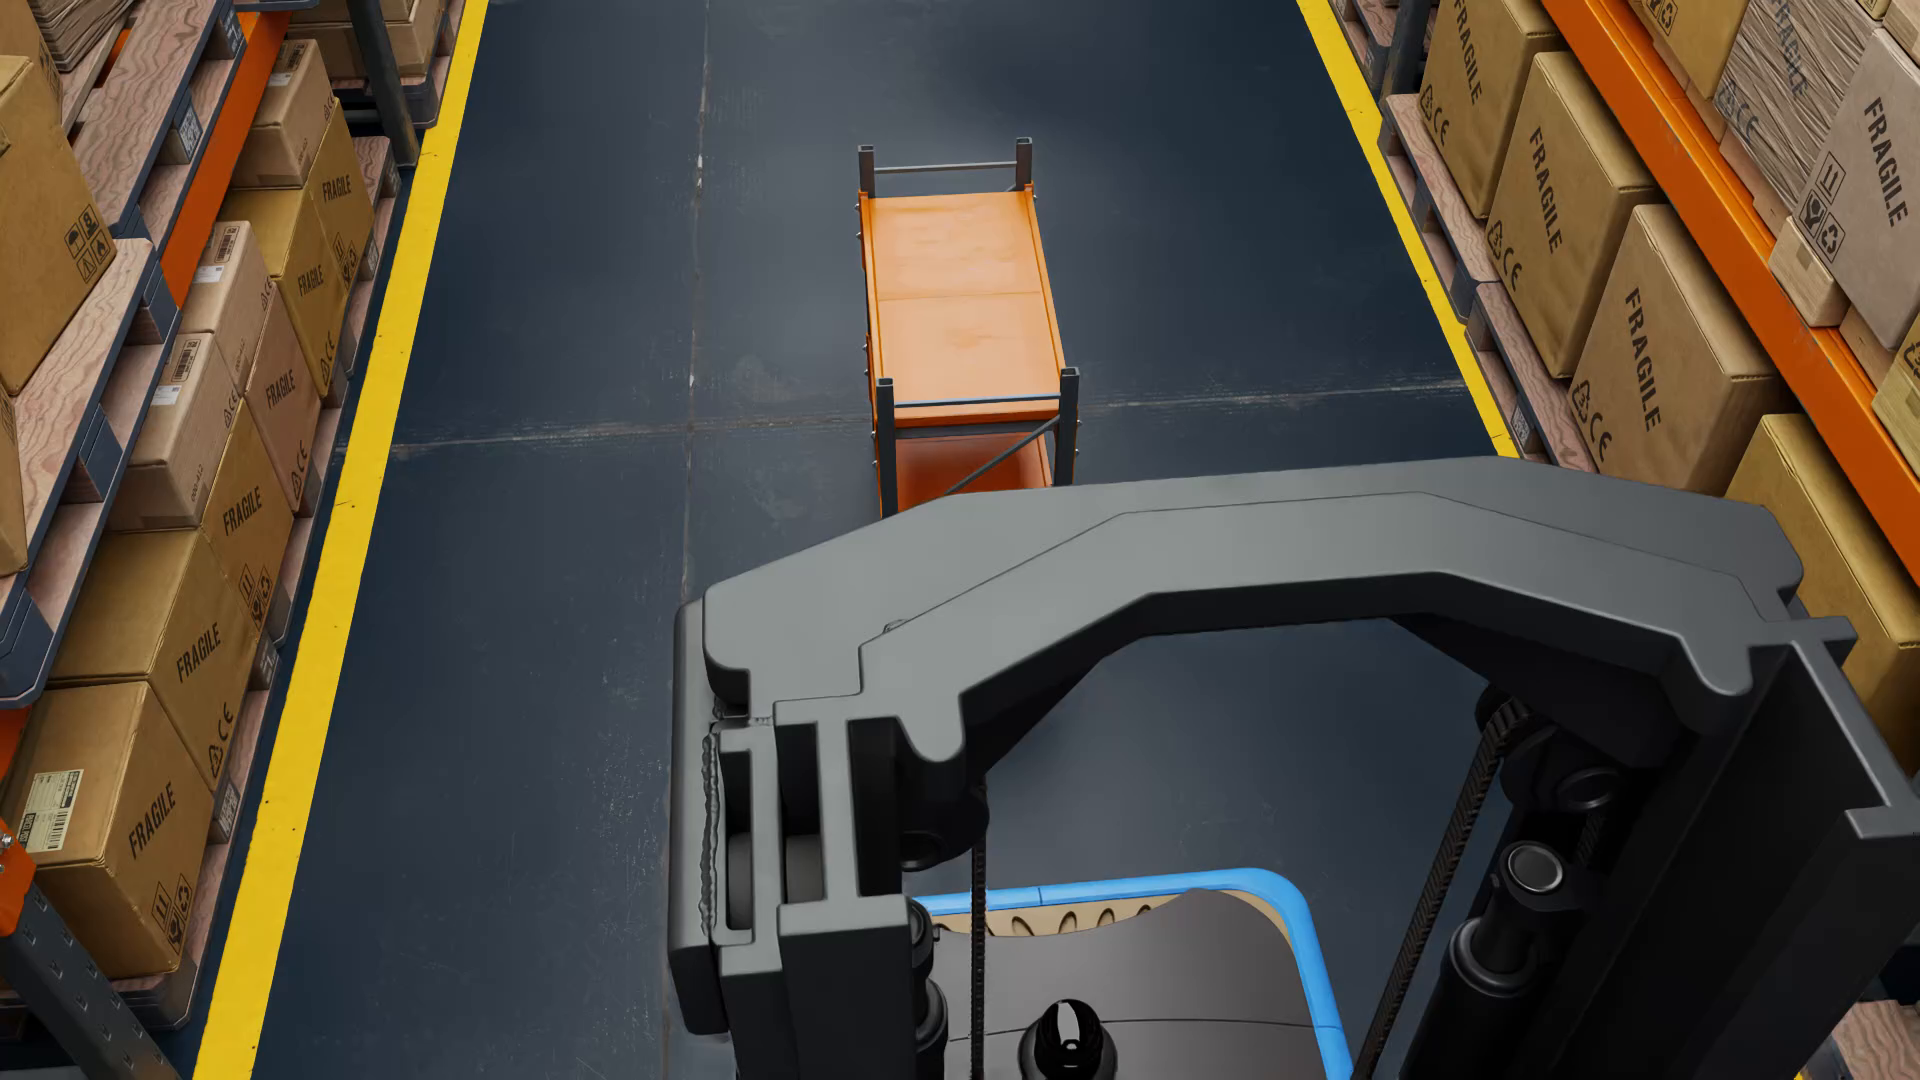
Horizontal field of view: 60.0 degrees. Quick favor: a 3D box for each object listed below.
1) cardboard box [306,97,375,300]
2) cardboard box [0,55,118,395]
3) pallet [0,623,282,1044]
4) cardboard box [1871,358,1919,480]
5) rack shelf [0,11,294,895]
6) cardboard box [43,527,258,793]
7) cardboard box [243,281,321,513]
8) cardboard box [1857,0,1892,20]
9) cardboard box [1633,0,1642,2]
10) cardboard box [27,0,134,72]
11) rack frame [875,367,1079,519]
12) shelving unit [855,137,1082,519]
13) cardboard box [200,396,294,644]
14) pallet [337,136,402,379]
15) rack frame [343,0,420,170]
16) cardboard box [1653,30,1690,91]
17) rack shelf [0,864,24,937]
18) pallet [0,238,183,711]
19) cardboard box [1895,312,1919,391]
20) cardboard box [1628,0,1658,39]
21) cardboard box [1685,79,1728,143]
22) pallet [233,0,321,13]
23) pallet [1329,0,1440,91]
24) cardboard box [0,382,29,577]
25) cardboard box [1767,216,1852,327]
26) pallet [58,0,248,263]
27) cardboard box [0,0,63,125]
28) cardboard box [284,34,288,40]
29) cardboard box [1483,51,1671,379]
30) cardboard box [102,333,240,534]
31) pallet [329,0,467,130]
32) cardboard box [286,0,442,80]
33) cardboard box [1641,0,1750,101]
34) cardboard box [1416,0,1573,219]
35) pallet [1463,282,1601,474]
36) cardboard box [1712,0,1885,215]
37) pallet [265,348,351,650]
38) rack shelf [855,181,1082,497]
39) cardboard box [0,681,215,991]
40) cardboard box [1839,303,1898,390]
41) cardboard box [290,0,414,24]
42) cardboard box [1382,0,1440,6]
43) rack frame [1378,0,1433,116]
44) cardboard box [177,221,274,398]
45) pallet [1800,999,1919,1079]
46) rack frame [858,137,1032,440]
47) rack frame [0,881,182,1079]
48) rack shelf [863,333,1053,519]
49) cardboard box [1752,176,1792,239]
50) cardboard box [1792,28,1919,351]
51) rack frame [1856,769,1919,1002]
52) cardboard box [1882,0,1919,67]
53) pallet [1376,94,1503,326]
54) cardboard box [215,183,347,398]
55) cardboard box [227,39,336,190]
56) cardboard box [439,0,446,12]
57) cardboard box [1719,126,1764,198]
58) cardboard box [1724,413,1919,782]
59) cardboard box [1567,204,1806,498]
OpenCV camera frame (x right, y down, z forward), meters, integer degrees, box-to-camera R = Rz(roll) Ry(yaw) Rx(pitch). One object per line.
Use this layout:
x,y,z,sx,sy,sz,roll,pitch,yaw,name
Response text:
-2.368,-1.162,5.703,0.500,0.500,0.500,-2,47,-2,cardboard box
-2.283,-0.668,3.458,0.700,0.500,0.500,3,47,3,cardboard box
-2.452,0.734,4.410,1.003,0.211,1.213,-3,47,-3,pallet
2.235,-0.272,3.601,0.380,0.149,0.250,-3,47,-3,cardboard box
-2.513,-0.839,4.474,1.077,0.370,4.000,-3,47,-3,rack shelf
-2.199,0.319,4.300,0.500,0.500,0.500,-3,47,-3,cardboard box
-2.275,-0.409,4.990,0.500,0.500,0.500,-5,47,-5,cardboard box
2.220,-1.406,3.712,0.500,0.250,0.500,-3,47,-3,cardboard box
2.116,-1.875,4.672,0.500,0.500,0.500,-4,47,-3,cardboard box
-2.629,-1.590,4.331,0.700,0.500,0.500,4,47,4,cardboard box
0.043,-0.014,4.489,0.500,1.125,0.032,-3,47,-3,rack frame
0.001,-0.382,4.837,0.538,1.125,1.048,-3,47,-3,shelving unit
-2.234,-0.043,4.643,0.500,0.500,0.500,-3,47,-3,cardboard box
-2.656,-1.032,6.082,1.003,0.211,1.213,-3,47,-3,pallet
-2.681,-2.533,5.583,1.000,3.000,0.127,-3,47,-3,rack frame
2.191,-1.396,4.665,0.380,0.149,0.250,-3,47,-3,cardboard box
-2.178,2.055,1.733,1.077,0.370,4.000,-3,47,-3,rack shelf
-2.304,-0.158,3.466,1.003,0.211,1.213,-3,47,-3,pallet
2.300,-0.405,3.280,0.500,0.500,0.500,-4,47,-4,cardboard box
2.188,-1.576,4.836,0.380,0.149,0.250,-3,47,-3,cardboard box
2.206,-1.205,4.485,0.380,0.149,0.250,-2,47,-2,cardboard box
-2.554,-1.981,5.192,1.213,0.211,1.003,-3,47,-3,pallet
2.191,-2.443,7.419,1.003,0.211,1.213,-3,47,-3,pallet
-2.163,-0.174,2.991,0.700,0.500,0.500,-18,49,-16,cardboard box
2.178,-0.650,3.958,0.380,0.149,0.250,-3,47,-3,cardboard box
-2.513,-1.060,4.320,1.003,0.211,1.213,-3,47,-3,pallet
-2.555,-1.092,3.860,0.700,0.500,0.500,-14,48,-13,cardboard box
-2.968,-2.098,6.775,0.500,0.250,0.500,-2,47,-2,cardboard box
2.253,-1.068,5.387,0.750,0.750,0.750,-4,47,-3,cardboard box
-2.227,-0.277,4.348,0.500,0.250,0.500,-3,47,-3,cardboard box
-2.711,-2.172,7.162,1.003,0.211,1.213,-3,47,-3,pallet
-2.432,-2.129,6.805,0.500,0.250,0.500,-4,47,-3,cardboard box
2.167,-1.498,4.316,0.500,0.500,0.500,-2,47,-2,cardboard box
2.186,-1.702,5.987,0.750,0.750,0.750,-4,47,-4,cardboard box
2.345,-0.422,5.505,1.003,0.211,1.213,-3,47,-3,pallet
2.214,-1.137,3.974,0.500,0.500,0.500,-3,47,-3,cardboard box
-2.557,-0.151,5.248,1.003,0.211,1.213,-3,47,-3,pallet
0.001,-0.583,4.624,0.538,0.278,1.000,-3,47,-3,rack shelf
-2.143,0.705,3.935,0.500,0.500,0.500,-5,47,-5,cardboard box
2.258,-0.462,3.781,0.380,0.149,0.250,-2,47,-2,cardboard box
-2.432,-2.321,6.601,0.500,0.311,0.500,-2,47,-2,cardboard box
2.143,-2.646,7.109,0.700,0.500,0.500,-3,47,-3,cardboard box
2.255,-2.837,5.871,1.000,3.000,0.127,-3,47,-3,rack frame
-2.270,-0.640,4.692,0.500,0.250,0.500,-4,47,-4,cardboard box
2.576,1.571,3.617,1.003,0.211,1.213,-3,47,-3,pallet
-0.042,-0.750,5.185,0.500,1.125,0.032,-3,47,-3,rack frame
-2.343,0.361,2.842,0.949,2.616,0.053,-3,47,-3,rack frame
0.001,-0.214,5.014,0.538,0.278,1.000,-3,47,-3,rack shelf
2.223,-0.830,4.130,0.380,0.149,0.250,-3,47,-3,cardboard box
2.248,-0.773,3.629,0.500,0.500,0.500,-3,47,-3,cardboard box
2.590,0.057,3.130,1.000,3.000,0.127,-3,47,-3,rack frame
2.263,-1.037,3.362,0.500,0.250,0.500,-3,47,-2,cardboard box
2.246,-1.303,6.339,1.003,0.211,1.213,-3,47,-3,pallet
-2.325,-0.788,5.349,0.500,0.500,0.500,-5,47,-5,cardboard box
-2.360,-1.380,5.393,0.500,0.250,0.500,-2,47,-2,cardboard box
-2.475,-2.492,7.149,0.500,0.250,0.500,-5,47,-4,cardboard box
2.217,-1.012,4.302,0.380,0.149,0.250,-5,47,-4,cardboard box
2.406,0.190,4.196,0.750,0.750,0.750,-3,47,-3,cardboard box
2.329,-0.453,4.805,0.750,0.750,0.750,-2,47,-2,cardboard box
